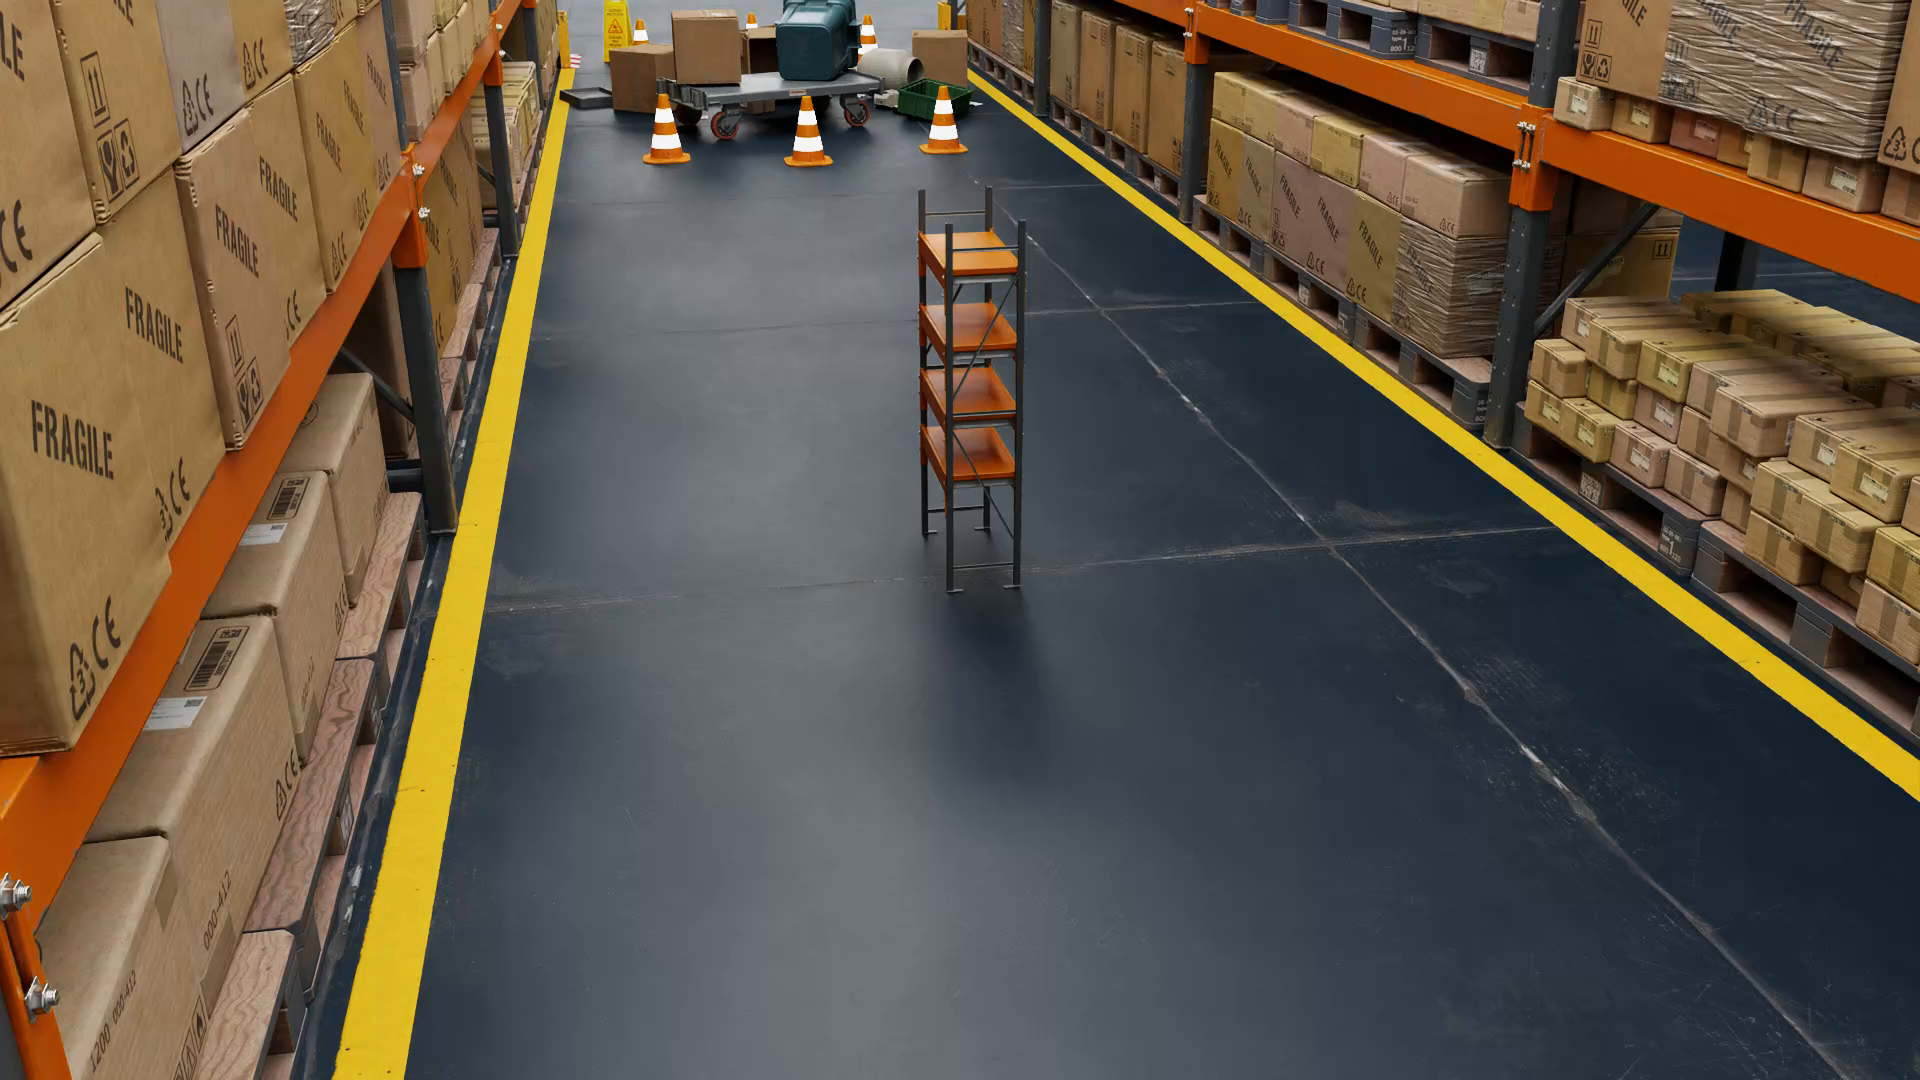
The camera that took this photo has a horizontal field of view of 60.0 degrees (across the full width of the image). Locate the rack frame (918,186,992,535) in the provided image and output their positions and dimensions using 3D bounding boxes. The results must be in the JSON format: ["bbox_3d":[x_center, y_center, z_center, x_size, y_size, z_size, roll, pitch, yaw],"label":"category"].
[{"bbox_3d":[-0.015,-0.581,5.581,0.240,1.200,0.015,-4,24,-10],"label":"rack frame"}]

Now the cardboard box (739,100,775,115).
[{"bbox_3d":[-1.776,-3.750,14.004,0.396,0.266,0.258,18,29,36],"label":"cardboard box"}]

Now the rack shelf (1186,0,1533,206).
[{"bbox_3d":[2.220,-2.240,8.030,1.077,0.370,4.000,-4,24,-10],"label":"rack shelf"}]

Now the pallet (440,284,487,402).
[{"bbox_3d":[-2.701,-0.878,7.496,1.003,0.211,1.213,-4,24,-10],"label":"pallet"}]

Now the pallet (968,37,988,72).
[{"bbox_3d":[0.596,-4.916,16.743,1.003,0.211,1.213,-4,24,-10],"label":"pallet"}]

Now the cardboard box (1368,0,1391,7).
[{"bbox_3d":[2.078,-2.514,7.548,0.380,0.149,0.250,-3,24,-7],"label":"cardboard box"}]

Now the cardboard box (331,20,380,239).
[{"bbox_3d":[-1.818,-1.057,4.298,0.500,0.500,0.500,-5,24,-11],"label":"cardboard box"}]

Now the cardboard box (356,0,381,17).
[{"bbox_3d":[-1.897,-1.716,4.557,0.500,0.500,0.500,-5,24,-10],"label":"cardboard box"}]

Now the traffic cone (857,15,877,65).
[{"bbox_3d":[-0.926,-5.026,16.681,0.336,0.463,0.334,-4,24,-10],"label":"traffic cone"}]

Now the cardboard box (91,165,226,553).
[{"bbox_3d":[-1.444,-0.256,2.464,0.500,0.500,0.500,-5,24,-11],"label":"cardboard box"}]

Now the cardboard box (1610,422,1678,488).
[{"bbox_3d":[2.488,-0.303,5.734,0.380,0.149,0.250,-4,24,-10],"label":"cardboard box"}]

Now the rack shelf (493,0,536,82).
[{"bbox_3d":[-3.365,-3.407,10.702,1.077,0.370,4.000,-4,24,-10],"label":"rack shelf"}]

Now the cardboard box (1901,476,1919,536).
[{"bbox_3d":[2.790,-0.073,4.464,0.380,0.149,0.250,-5,24,-12],"label":"cardboard box"}]

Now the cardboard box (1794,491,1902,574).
[{"bbox_3d":[2.638,-0.034,4.745,0.380,0.149,0.250,-4,24,-9],"label":"cardboard box"}]

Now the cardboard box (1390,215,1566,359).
[{"bbox_3d":[2.206,-1.102,7.125,0.500,0.500,0.500,-5,24,-11],"label":"cardboard box"}]

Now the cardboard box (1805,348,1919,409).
[{"bbox_3d":[3.022,-0.518,5.483,0.380,0.149,0.250,-4,24,-8],"label":"cardboard box"}]

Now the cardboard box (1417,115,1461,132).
[{"bbox_3d":[2.522,-1.894,8.000,0.500,0.250,0.500,-3,24,-8],"label":"cardboard box"}]

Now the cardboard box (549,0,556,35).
[{"bbox_3d":[-3.970,-4.872,15.132,0.500,0.500,0.500,-3,24,-8],"label":"cardboard box"}]

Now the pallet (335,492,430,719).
[{"bbox_3d":[-2.192,0.206,5.015,1.003,0.211,1.213,-4,24,-10],"label":"pallet"}]

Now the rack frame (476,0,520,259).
[{"bbox_3d":[-2.995,-2.950,8.757,1.000,3.000,0.127,-4,24,-10],"label":"rack frame"}]

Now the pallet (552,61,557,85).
[{"bbox_3d":[-4.345,-4.467,15.714,1.003,0.211,1.213,-4,24,-10],"label":"pallet"}]

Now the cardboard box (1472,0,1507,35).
[{"bbox_3d":[2.273,-2.104,6.609,0.380,0.149,0.250,-4,24,-9],"label":"cardboard box"}]

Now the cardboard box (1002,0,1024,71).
[{"bbox_3d":[0.893,-4.755,15.020,0.875,0.875,0.875,-4,24,-9],"label":"cardboard box"}]

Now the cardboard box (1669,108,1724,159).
[{"bbox_3d":[2.543,-1.335,5.373,0.380,0.149,0.250,-5,24,-12],"label":"cardboard box"}]

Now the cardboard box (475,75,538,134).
[{"bbox_3d":[-3.499,-3.023,11.683,0.950,0.372,0.625,-3,24,-6],"label":"cardboard box"}]

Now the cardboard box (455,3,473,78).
[{"bbox_3d":[-2.337,-2.104,7.008,0.500,0.250,0.500,-5,24,-11],"label":"cardboard box"}]

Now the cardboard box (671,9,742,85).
[{"bbox_3d":[-1.991,-3.869,13.037,0.500,0.500,0.500,-4,24,-10],"label":"cardboard box"}]

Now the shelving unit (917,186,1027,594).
[{"bbox_3d":[0.031,-0.485,5.361,0.258,1.200,0.503,-4,24,-10],"label":"shelving unit"}]

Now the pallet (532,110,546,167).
[{"bbox_3d":[-3.590,-2.940,12.217,1.003,0.211,1.213,-4,24,-10],"label":"pallet"}]

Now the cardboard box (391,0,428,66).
[{"bbox_3d":[-2.060,-1.731,5.529,0.500,0.250,0.500,-5,24,-11],"label":"cardboard box"}]

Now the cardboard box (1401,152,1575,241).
[{"bbox_3d":[2.204,-1.448,6.979,0.500,0.250,0.500,-5,24,-11],"label":"cardboard box"}]

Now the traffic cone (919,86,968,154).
[{"bbox_3d":[-0.125,-3.128,12.334,0.336,0.463,0.334,-4,24,-10],"label":"traffic cone"}]

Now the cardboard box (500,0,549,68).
[{"bbox_3d":[-3.579,-4.052,13.253,0.500,0.500,0.500,-3,24,-7],"label":"cardboard box"}]

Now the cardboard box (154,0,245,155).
[{"bbox_3d":[-1.530,-0.922,2.739,0.500,0.500,0.500,-4,24,-10],"label":"cardboard box"}]

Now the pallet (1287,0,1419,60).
[{"bbox_3d":[2.257,-2.493,7.950,1.003,0.211,1.213,-4,24,-10],"label":"pallet"}]

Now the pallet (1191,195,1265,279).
[{"bbox_3d":[1.994,-1.771,9.541,1.003,0.211,1.213,-4,24,-10],"label":"pallet"}]

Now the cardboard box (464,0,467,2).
[{"bbox_3d":[-2.443,-2.538,7.375,0.500,0.250,0.500,-5,24,-11],"label":"cardboard box"}]

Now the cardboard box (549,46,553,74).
[{"bbox_3d":[-3.789,-4.126,14.359,0.500,0.250,0.500,-5,24,-10],"label":"cardboard box"}]

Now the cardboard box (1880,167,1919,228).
[{"bbox_3d":[2.708,-0.916,4.413,0.380,0.149,0.250,-3,24,-8],"label":"cardboard box"}]

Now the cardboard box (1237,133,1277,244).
[{"bbox_3d":[1.827,-1.909,8.971,0.500,0.500,0.500,-4,24,-9],"label":"cardboard box"}]

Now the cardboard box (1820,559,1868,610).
[{"bbox_3d":[2.745,0.103,4.804,0.380,0.149,0.250,-4,24,-8],"label":"cardboard box"}]

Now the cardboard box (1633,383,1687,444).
[{"bbox_3d":[2.558,-0.453,5.705,0.380,0.149,0.250,-4,24,-10],"label":"cardboard box"}]

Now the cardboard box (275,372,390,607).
[{"bbox_3d":[-2.245,-0.140,5.000,0.875,0.438,0.875,-5,24,-11],"label":"cardboard box"}]

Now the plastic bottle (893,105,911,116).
[{"bbox_3d":[-0.423,-3.580,13.871,0.133,0.061,0.283,-19,30,-37],"label":"plastic bottle"}]

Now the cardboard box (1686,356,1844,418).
[{"bbox_3d":[2.609,-0.481,5.398,0.380,0.149,0.250,-5,24,-11],"label":"cardboard box"}]

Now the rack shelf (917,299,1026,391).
[{"bbox_3d":[0.031,-0.628,5.298,0.258,0.148,0.480,-4,24,-10],"label":"rack shelf"}]

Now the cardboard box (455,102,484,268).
[{"bbox_3d":[-2.949,-1.891,8.462,0.875,0.875,0.875,-5,24,-10],"label":"cardboard box"}]

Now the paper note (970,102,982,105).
[{"bbox_3d":[0.097,-3.767,14.336,0.142,0.020,0.147,18,29,36],"label":"paper note"}]

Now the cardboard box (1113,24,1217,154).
[{"bbox_3d":[1.661,-3.108,11.404,1.050,0.750,0.750,-4,24,-9],"label":"cardboard box"}]

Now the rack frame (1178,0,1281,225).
[{"bbox_3d":[1.851,-3.356,9.687,1.000,3.000,0.127,-4,24,-10],"label":"rack frame"}]

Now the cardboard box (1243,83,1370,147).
[{"bbox_3d":[1.834,-2.258,8.835,0.500,0.250,0.500,-5,24,-10],"label":"cardboard box"}]

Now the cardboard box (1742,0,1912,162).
[{"bbox_3d":[2.591,-1.357,4.612,0.500,0.500,0.500,-5,24,-11],"label":"cardboard box"}]
